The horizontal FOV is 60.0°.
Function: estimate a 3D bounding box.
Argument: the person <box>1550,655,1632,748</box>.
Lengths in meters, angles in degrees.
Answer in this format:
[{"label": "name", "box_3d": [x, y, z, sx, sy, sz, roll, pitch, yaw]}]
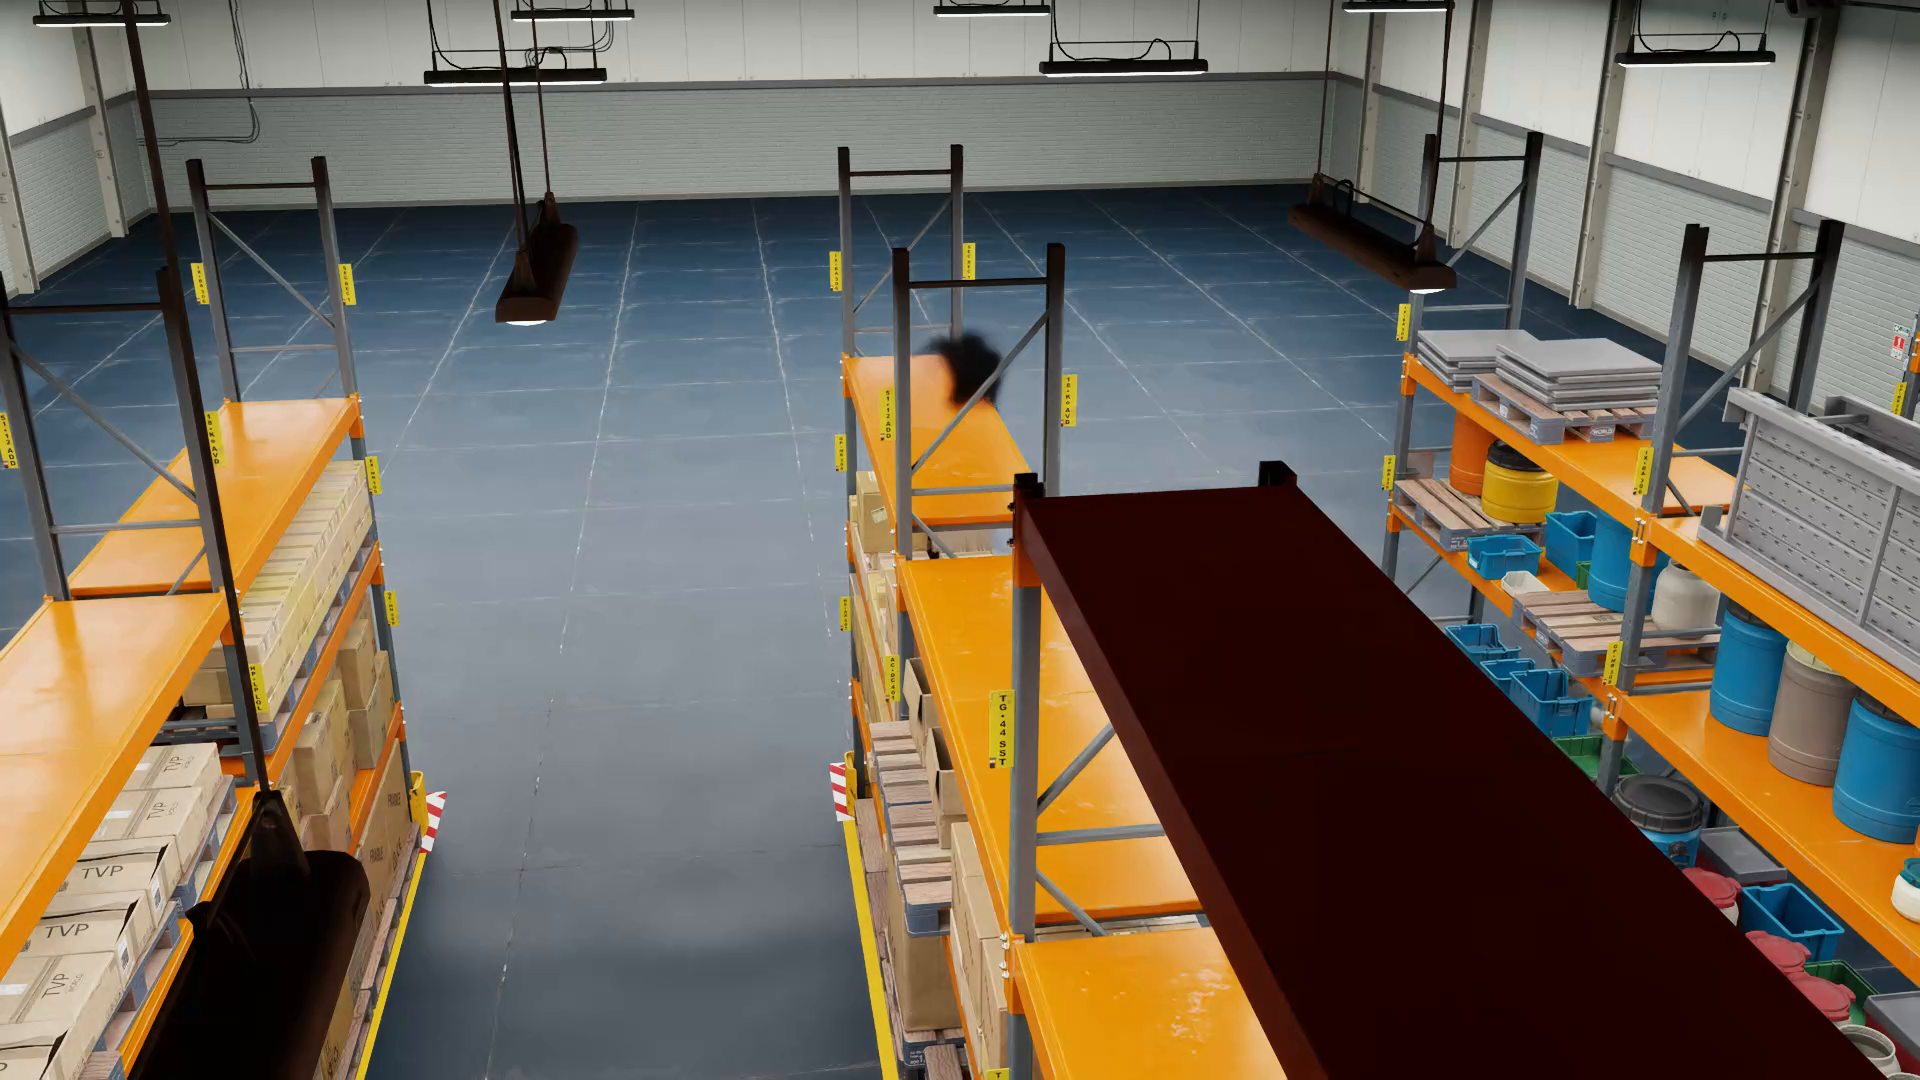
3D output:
[{"label": "person", "box_3d": [6.039, 1.386, 16.048, 0.999, 1.631, 0.627, 18, 28, 38]}]
